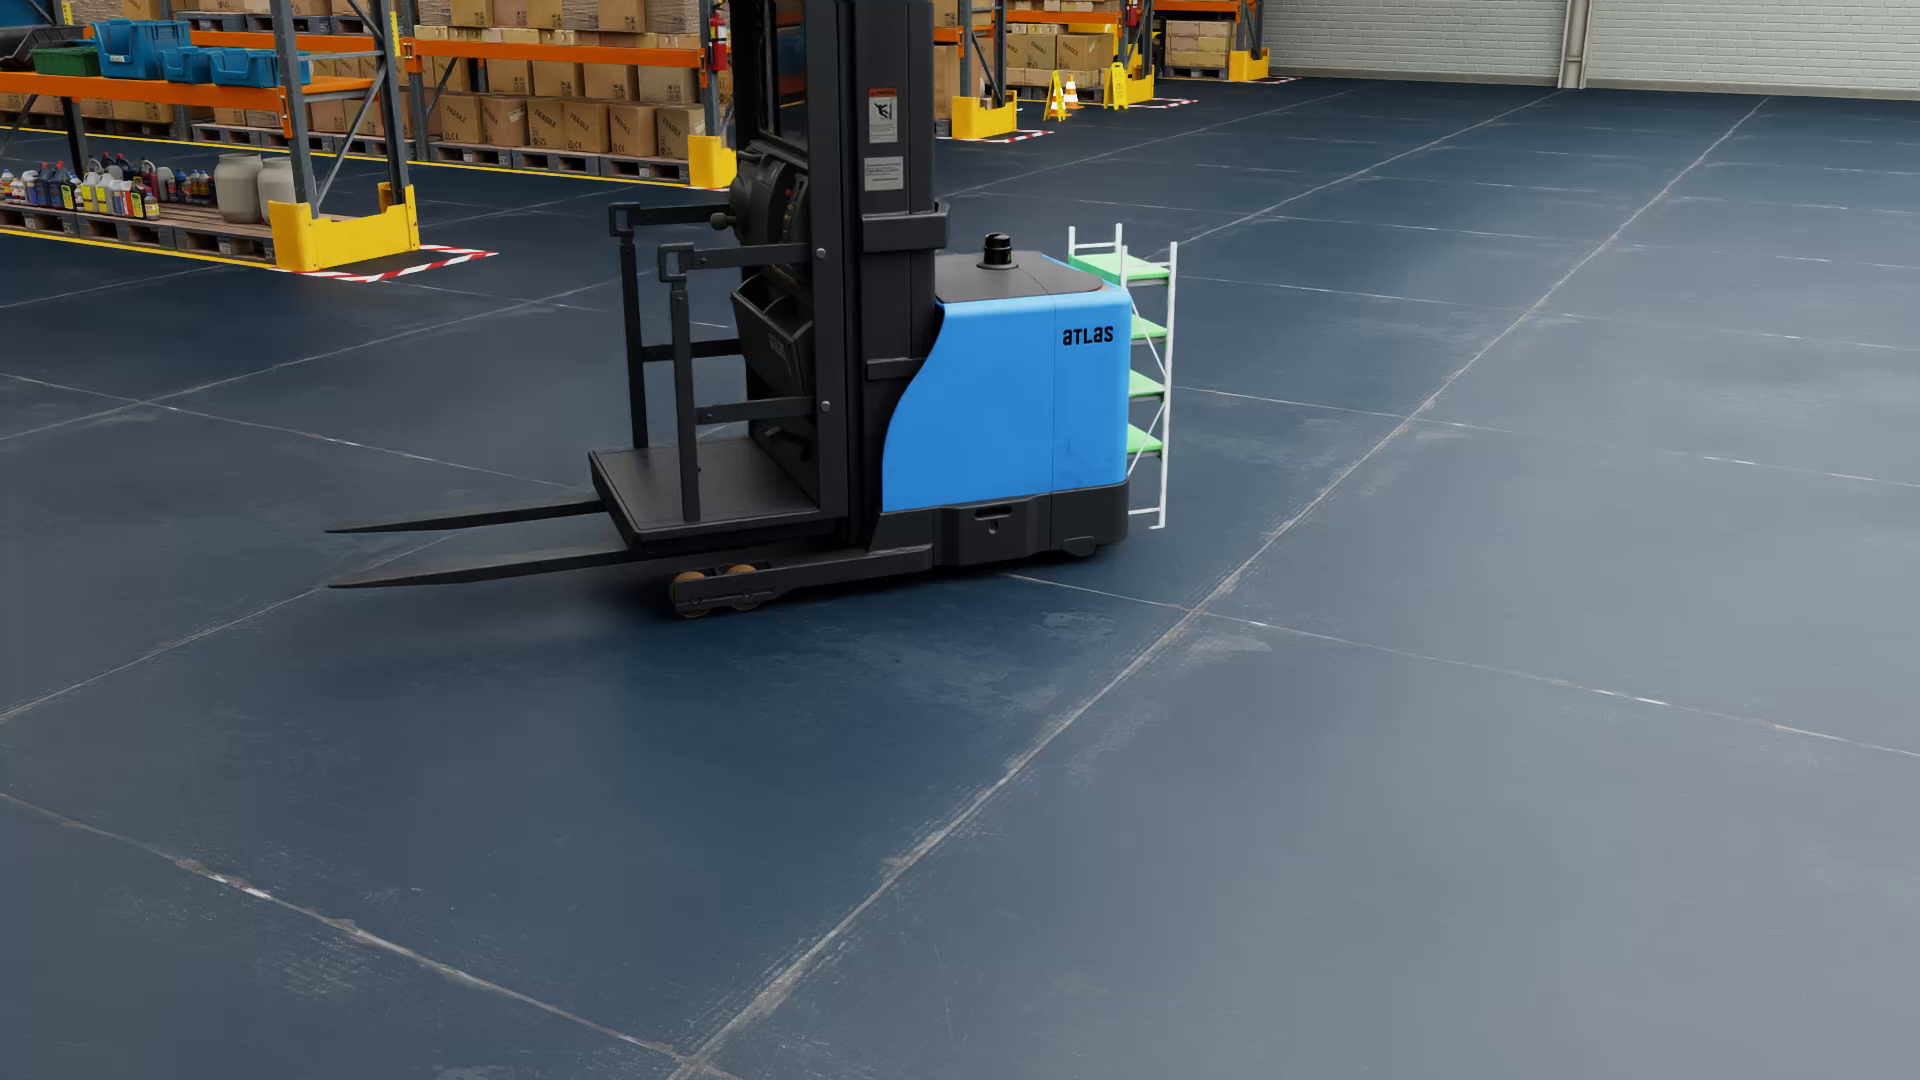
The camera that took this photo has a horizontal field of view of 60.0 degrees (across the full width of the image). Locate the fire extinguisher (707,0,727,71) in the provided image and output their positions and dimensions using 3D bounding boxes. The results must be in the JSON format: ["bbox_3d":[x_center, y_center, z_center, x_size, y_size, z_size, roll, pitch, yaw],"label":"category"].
[{"bbox_3d":[-2.342,-4.879,16.029,0.183,0.674,0.296,11,23,27],"label":"fire extinguisher"}]

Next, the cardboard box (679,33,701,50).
[{"bbox_3d":[-2.567,-4.939,16.451,0.250,0.149,0.380,11,23,27],"label":"cardboard box"}]

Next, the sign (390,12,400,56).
[{"bbox_3d":[-4.361,-3.890,12.784,0.005,0.325,0.100,11,23,27],"label":"sign"}]

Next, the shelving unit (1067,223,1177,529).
[{"bbox_3d":[0.658,-0.682,6.986,0.258,1.200,0.503,-8,21,-20],"label":"shelving unit"}]

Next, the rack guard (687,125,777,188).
[{"bbox_3d":[-2.284,-3.909,16.908,0.348,0.500,1.175,11,23,27],"label":"rack guard"}]

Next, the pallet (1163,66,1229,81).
[{"bbox_3d":[4.345,-8.304,29.447,1.213,0.211,1.003,11,23,27],"label":"pallet"}]

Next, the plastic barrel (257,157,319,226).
[{"bbox_3d":[-5.245,-2.711,12.973,0.421,0.512,0.421,0,20,0],"label":"plastic barrel"}]

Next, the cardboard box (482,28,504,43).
[{"bbox_3d":[-4.804,-5.322,17.506,0.250,0.149,0.380,11,23,27],"label":"cardboard box"}]

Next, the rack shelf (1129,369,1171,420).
[{"bbox_3d":[0.658,-0.622,7.008,0.258,0.148,0.480,-8,21,-20],"label":"rack shelf"}]

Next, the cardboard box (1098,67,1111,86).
[{"bbox_3d":[2.046,-7.143,25.574,0.500,0.250,0.500,11,22,27],"label":"cardboard box"}]

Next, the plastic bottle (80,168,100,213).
[{"bbox_3d":[-7.087,-2.864,13.600,0.185,0.351,0.144,11,22,27],"label":"plastic bottle"}]

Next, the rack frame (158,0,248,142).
[{"bbox_3d":[-9.202,-6.402,20.114,0.127,3.000,1.000,11,23,27],"label":"rack frame"}]

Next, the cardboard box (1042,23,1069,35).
[{"bbox_3d":[1.436,-7.680,25.005,0.250,0.149,0.380,12,23,29],"label":"cardboard box"}]

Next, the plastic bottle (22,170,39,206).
[{"bbox_3d":[-7.765,-2.959,13.973,0.135,0.276,0.152,12,23,29],"label":"plastic bottle"}]

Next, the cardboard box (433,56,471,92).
[{"bbox_3d":[-7.397,-6.915,24.580,0.500,0.500,0.500,11,23,27],"label":"cardboard box"}]

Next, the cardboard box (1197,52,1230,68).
[{"bbox_3d":[4.469,-8.389,29.008,0.500,0.250,0.500,11,23,28],"label":"cardboard box"}]

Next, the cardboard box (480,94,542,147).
[{"bbox_3d":[-4.876,-4.587,18.163,0.500,0.500,0.500,-17,26,-39],"label":"cardboard box"}]

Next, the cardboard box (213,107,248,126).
[{"bbox_3d":[-8.607,-5.328,20.175,0.500,0.500,0.700,10,22,24],"label":"cardboard box"}]

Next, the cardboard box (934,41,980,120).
[{"bbox_3d":[-0.335,-5.823,21.018,0.875,0.875,0.875,11,23,28],"label":"cardboard box"}]

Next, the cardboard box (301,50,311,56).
[{"bbox_3d":[-10.386,-7.783,26.613,0.250,0.149,0.380,12,23,29],"label":"cardboard box"}]

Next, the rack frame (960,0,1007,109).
[{"bbox_3d":[0.290,-6.531,20.471,0.127,3.000,1.000,11,23,27],"label":"rack frame"}]

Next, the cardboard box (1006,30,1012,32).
[{"bbox_3d":[0.662,-7.757,26.167,0.500,0.500,0.500,12,23,30],"label":"cardboard box"}]

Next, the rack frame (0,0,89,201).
[{"bbox_3d":[-8.125,-4.262,14.216,0.127,3.000,1.000,11,23,27],"label":"rack frame"}]

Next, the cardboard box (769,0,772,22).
[{"bbox_3d":[-2.383,-7.124,21.886,0.550,0.550,0.875,11,23,27],"label":"cardboard box"}]

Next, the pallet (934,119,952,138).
[{"bbox_3d":[-0.447,-5.330,21.249,1.213,0.211,1.003,11,23,27],"label":"pallet"}]

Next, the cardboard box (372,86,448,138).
[{"bbox_3d":[-6.235,-4.877,18.931,0.500,0.500,0.700,9,22,23],"label":"cardboard box"}]

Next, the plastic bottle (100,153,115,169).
[{"bbox_3d":[-7.422,-3.202,14.534,0.185,0.351,0.144,10,22,26],"label":"plastic bottle"}]

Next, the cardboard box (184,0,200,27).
[{"bbox_3d":[-9.493,-6.611,20.543,0.500,0.500,0.500,12,23,29],"label":"cardboard box"}]

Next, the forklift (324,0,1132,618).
[{"bbox_3d":[-0.894,-1.297,6.142,3.031,2.935,1.130,-7,21,-19],"label":"forklift"}]

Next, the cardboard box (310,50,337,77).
[{"bbox_3d":[-9.671,-7.347,25.771,0.500,0.500,0.500,12,23,29],"label":"cardboard box"}]

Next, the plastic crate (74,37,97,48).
[{"bbox_3d":[-7.027,-4.089,13.956,0.616,0.251,0.499,11,23,27],"label":"plastic crate"}]

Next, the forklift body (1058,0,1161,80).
[{"bbox_3d":[2.488,-8.873,28.172,1.214,2.155,2.313,11,23,27],"label":"forklift body"}]

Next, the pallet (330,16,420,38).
[{"bbox_3d":[-6.306,-5.817,18.783,1.213,0.211,1.003,11,23,27],"label":"pallet"}]

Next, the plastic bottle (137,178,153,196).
[{"bbox_3d":[-6.605,-2.783,13.478,0.133,0.283,0.061,11,23,27],"label":"plastic bottle"}]

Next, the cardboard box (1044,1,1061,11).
[{"bbox_3d":[1.456,-7.994,24.872,0.250,0.149,0.380,11,23,28],"label":"cardboard box"}]

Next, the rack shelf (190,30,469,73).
[{"bbox_3d":[-7.456,-5.731,19.320,4.000,0.370,1.077,11,23,27],"label":"rack shelf"}]

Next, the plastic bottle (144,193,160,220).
[{"bbox_3d":[-6.450,-2.663,13.266,0.097,0.201,0.097,0,20,0],"label":"plastic bottle"}]

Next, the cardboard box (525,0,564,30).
[{"bbox_3d":[-4.026,-5.588,17.288,0.500,0.500,0.875,11,23,27],"label":"cardboard box"}]

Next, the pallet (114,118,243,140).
[{"bbox_3d":[-9.853,-5.244,21.013,1.213,0.211,1.003,11,23,27],"label":"pallet"}]

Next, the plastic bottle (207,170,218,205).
[{"bbox_3d":[-6.253,-2.964,13.976,0.133,0.283,0.061,11,23,28],"label":"plastic bottle"}]

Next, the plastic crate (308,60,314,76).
[{"bbox_3d":[-5.257,-3.717,13.101,0.250,0.136,0.298,11,23,27],"label":"plastic crate"}]

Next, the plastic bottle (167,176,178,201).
[{"bbox_3d":[-6.716,-3.007,14.214,0.097,0.201,0.097,0,20,0],"label":"plastic bottle"}]

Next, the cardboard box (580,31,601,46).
[{"bbox_3d":[-3.666,-5.142,17.010,0.250,0.149,0.380,11,23,27],"label":"cardboard box"}]

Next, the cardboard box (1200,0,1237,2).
[{"bbox_3d":[4.475,-9.550,28.648,0.500,0.500,0.500,10,22,26],"label":"cardboard box"}]

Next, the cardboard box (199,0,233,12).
[{"bbox_3d":[-8.711,-6.568,19.811,0.500,0.500,0.500,8,21,21],"label":"cardboard box"}]

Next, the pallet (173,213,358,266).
[{"bbox_3d":[-5.429,-2.421,13.230,1.213,0.211,1.003,11,23,27],"label":"pallet"}]
